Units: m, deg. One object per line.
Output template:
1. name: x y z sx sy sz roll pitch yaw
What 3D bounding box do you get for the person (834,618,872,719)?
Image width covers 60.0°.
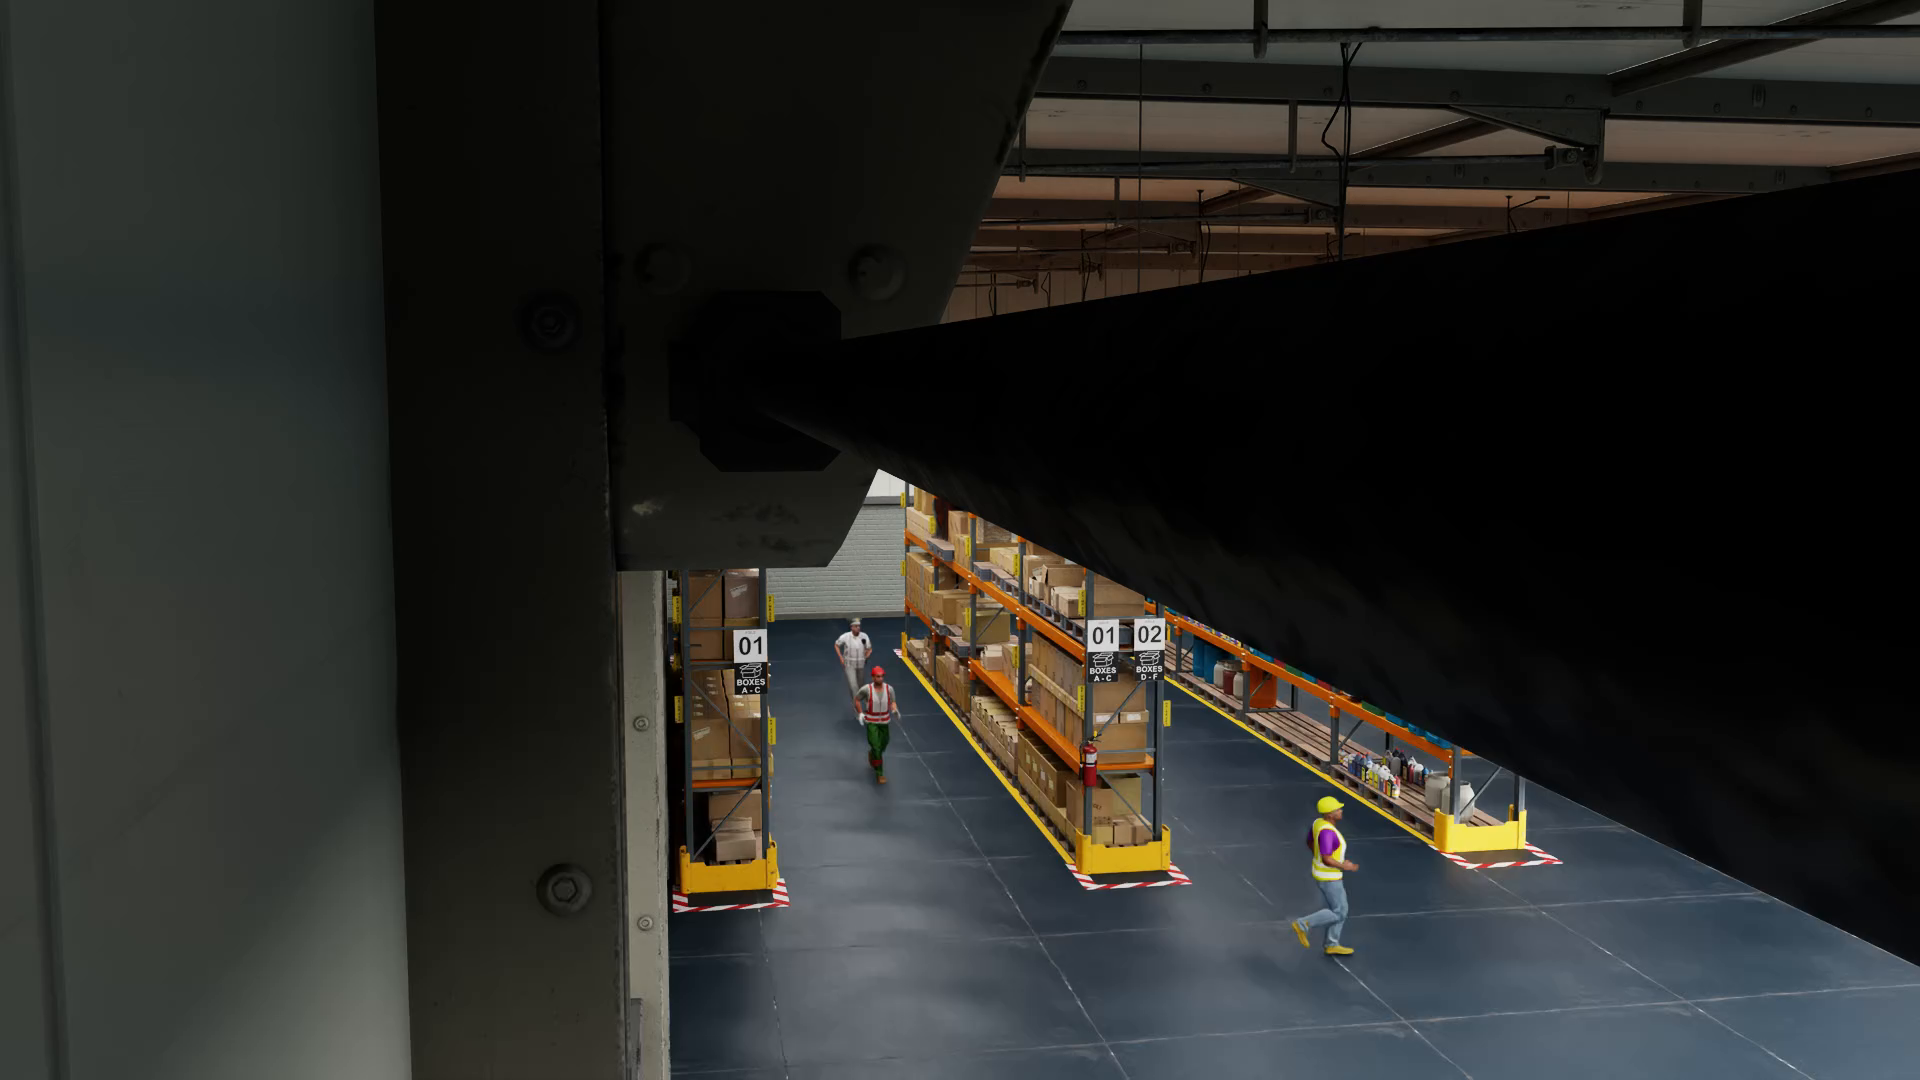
1. person: -1.933 2.300 30.405 0.670 1.792 0.933 -2 6 -21

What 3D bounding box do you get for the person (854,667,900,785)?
1. person: -1.308 2.809 25.628 0.631 1.778 0.896 -2 6 -22

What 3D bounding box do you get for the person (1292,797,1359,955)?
1. person: 3.929 3.615 17.927 0.676 1.726 0.699 0 6 4
